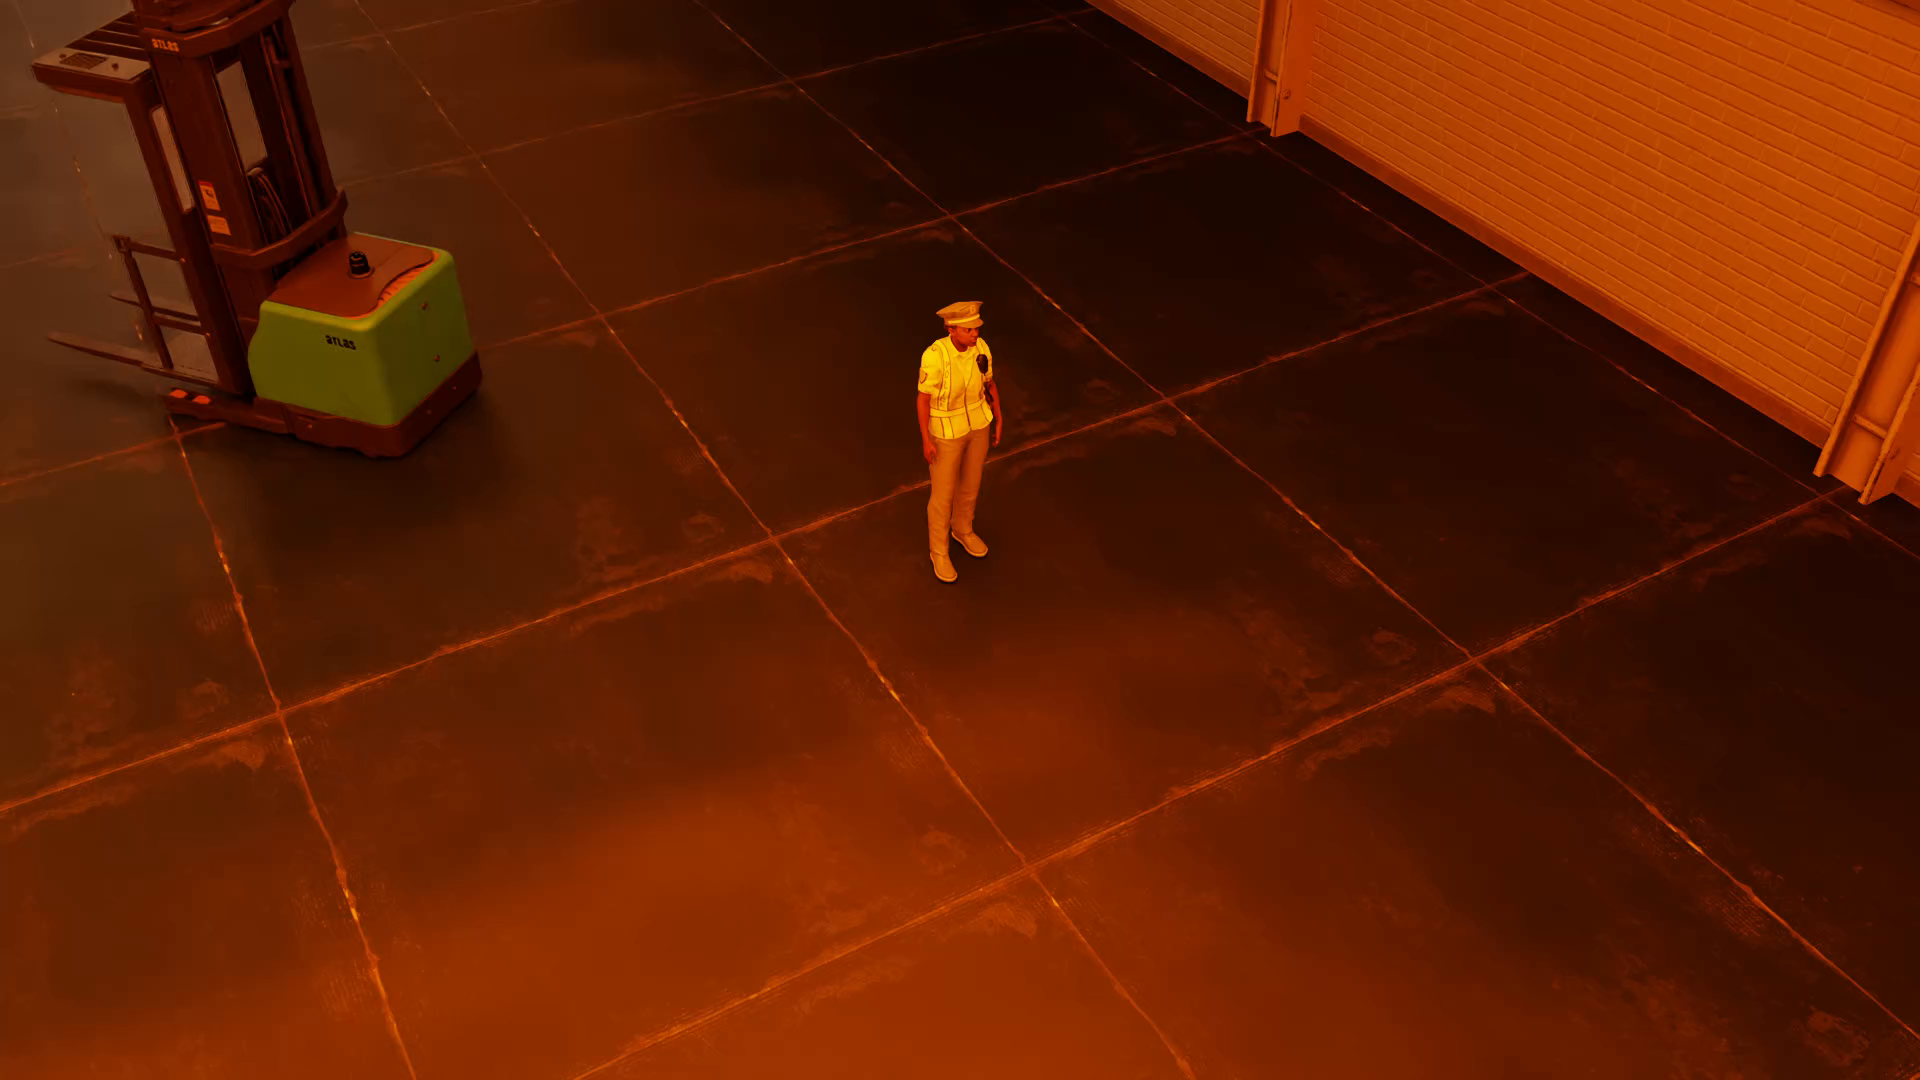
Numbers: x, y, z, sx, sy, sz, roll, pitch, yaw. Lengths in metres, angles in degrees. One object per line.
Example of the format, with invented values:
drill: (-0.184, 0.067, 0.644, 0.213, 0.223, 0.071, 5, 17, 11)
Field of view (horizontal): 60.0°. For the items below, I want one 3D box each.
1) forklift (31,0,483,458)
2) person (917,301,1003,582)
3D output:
forklift: (-4.890, -2.245, 10.743, 3.031, 2.935, 1.130, 13, 42, 16)
person: (0.020, -0.609, 9.729, 0.569, 1.693, 0.528, -20, 44, -23)
